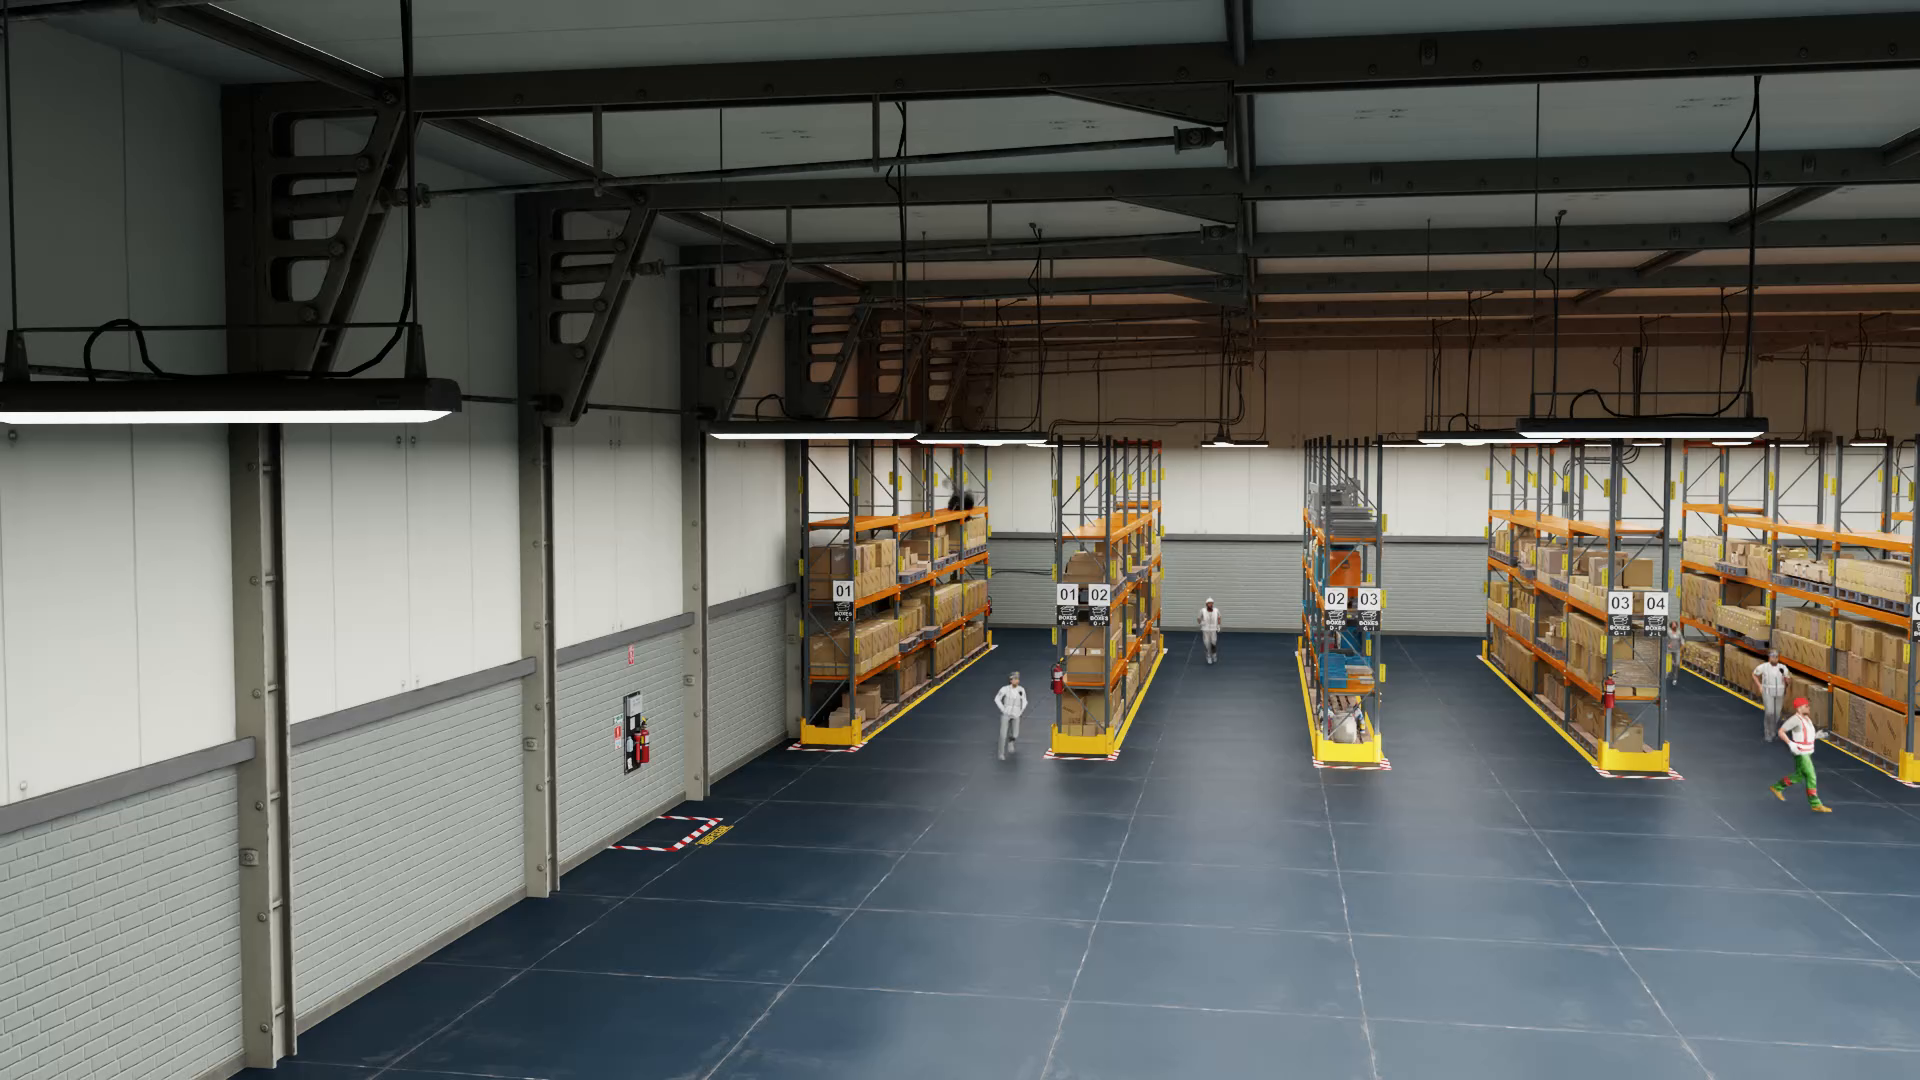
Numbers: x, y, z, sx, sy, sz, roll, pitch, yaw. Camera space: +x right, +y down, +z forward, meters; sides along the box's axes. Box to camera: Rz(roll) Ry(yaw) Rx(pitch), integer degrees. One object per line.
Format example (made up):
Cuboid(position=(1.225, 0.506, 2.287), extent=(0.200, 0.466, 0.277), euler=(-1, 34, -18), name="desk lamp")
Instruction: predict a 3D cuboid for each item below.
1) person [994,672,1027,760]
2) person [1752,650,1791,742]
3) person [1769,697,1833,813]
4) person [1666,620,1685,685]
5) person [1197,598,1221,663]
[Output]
Cuboid(position=(0.954, 3.250, 30.964), extent=(0.622, 1.623, 0.532), euler=(0, 3, -8), name="person")
Cuboid(position=(16.031, 3.075, 32.784), extent=(0.637, 1.844, 0.725), euler=(0, 3, 6), name="person")
Cuboid(position=(13.349, 3.379, 26.382), extent=(0.663, 1.766, 1.000), euler=(-3, 4, -44), name="person")
Cuboid(position=(17.468, 2.748, 40.714), extent=(0.544, 1.554, 0.661), euler=(1, 3, 11), name="person")
Cuboid(position=(6.668, 2.437, 44.464), extent=(0.655, 1.744, 0.610), euler=(0, 3, 3), name="person")
